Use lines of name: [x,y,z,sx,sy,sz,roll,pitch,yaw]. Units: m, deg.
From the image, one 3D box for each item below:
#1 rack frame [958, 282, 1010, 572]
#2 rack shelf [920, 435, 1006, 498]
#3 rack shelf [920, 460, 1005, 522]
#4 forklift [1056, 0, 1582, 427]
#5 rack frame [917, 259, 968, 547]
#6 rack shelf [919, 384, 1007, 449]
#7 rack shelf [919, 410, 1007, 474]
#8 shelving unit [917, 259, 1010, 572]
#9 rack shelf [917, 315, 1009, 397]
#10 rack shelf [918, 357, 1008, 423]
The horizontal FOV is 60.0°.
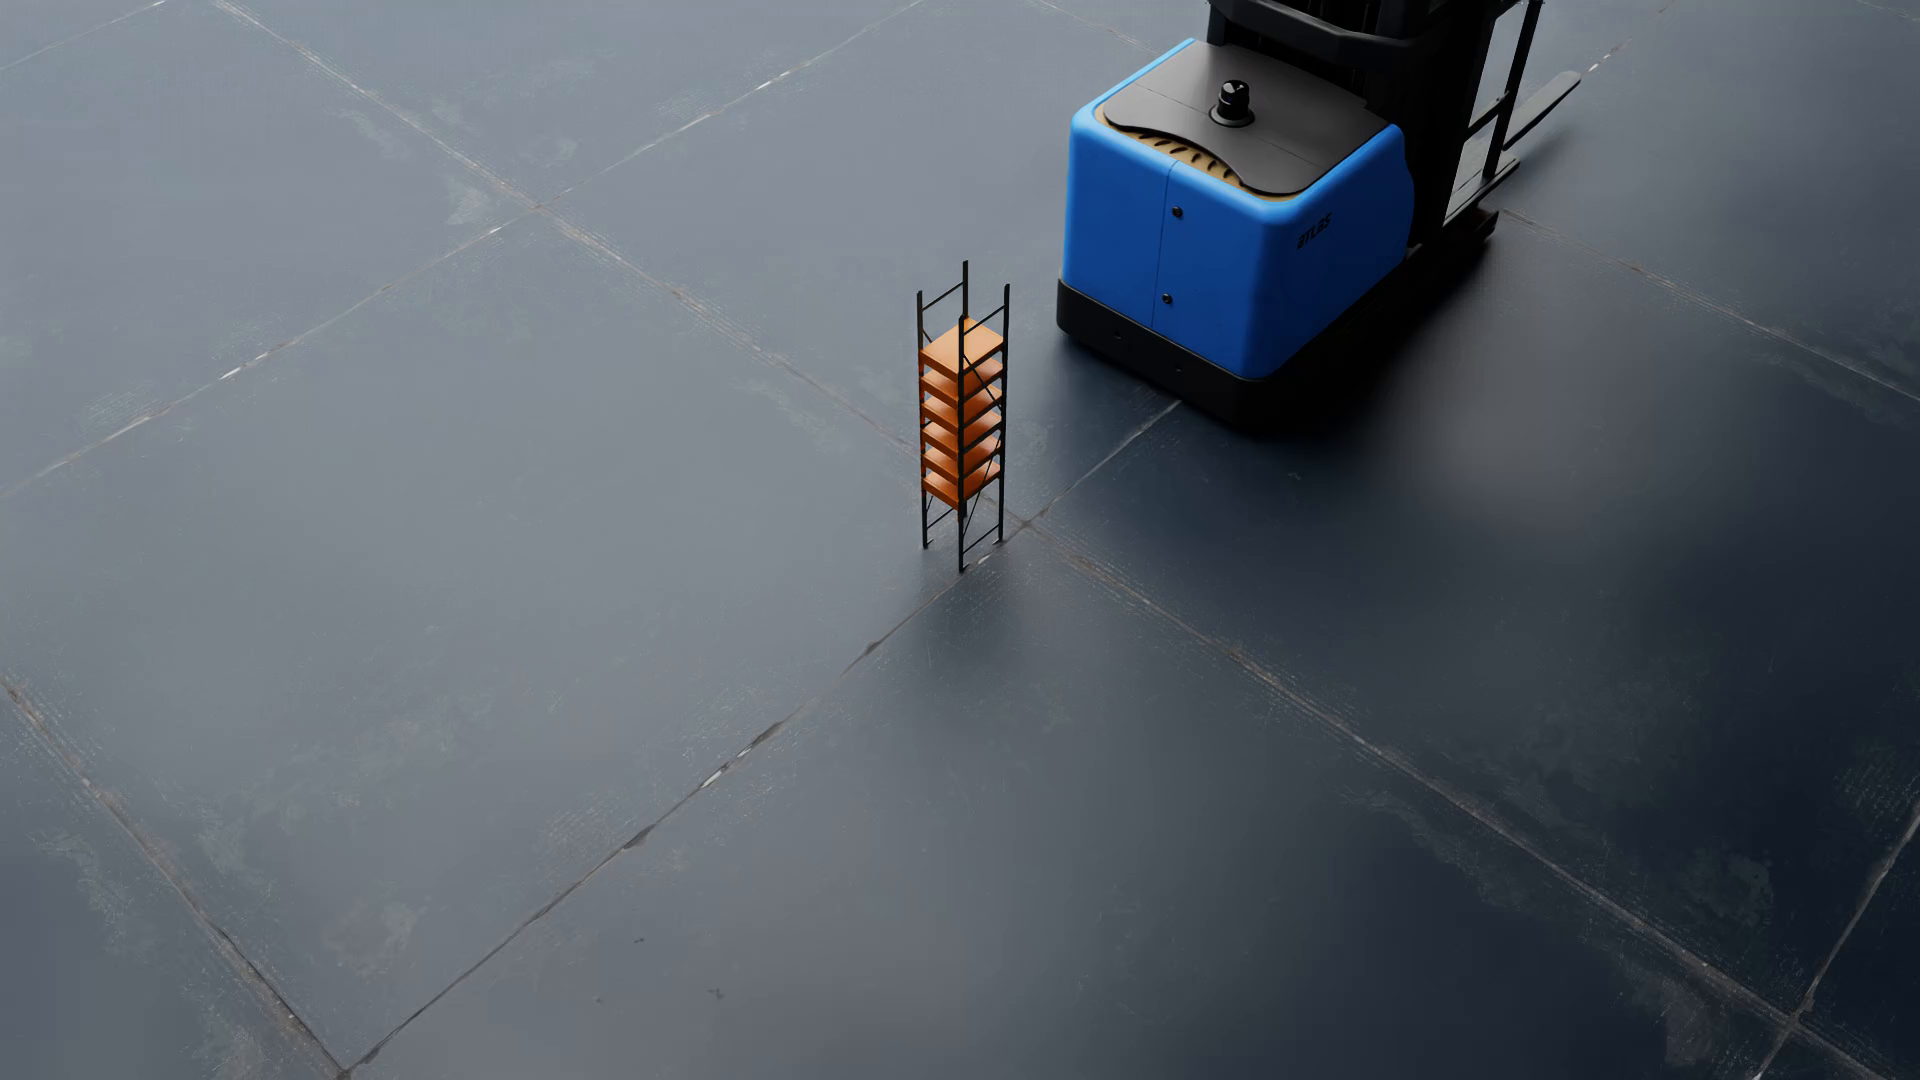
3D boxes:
rack frame: [0.078,-0.358,5.763,0.006,1.200,0.240,34,55,28]
rack shelf: [0.011,-0.291,5.926,0.180,0.103,0.258,34,55,28]
rack shelf: [0.011,-0.209,6.013,0.180,0.103,0.258,34,55,28]
forklift: [1.760,-2.445,6.535,1.130,2.935,3.031,33,55,27]
rack frame: [-0.057,-0.449,5.848,0.006,1.200,0.240,34,55,28]
rack shelf: [0.011,-0.455,5.751,0.180,0.103,0.258,34,55,28]
rack shelf: [0.011,-0.373,5.838,0.180,0.103,0.258,34,55,28]
shelving unit: [0.011,-0.404,5.806,0.189,1.200,0.258,34,55,28]
rack shelf: [0.011,-0.620,5.576,0.180,0.103,0.258,34,55,28]
rack shelf: [0.011,-0.537,5.663,0.180,0.103,0.258,34,55,28]
